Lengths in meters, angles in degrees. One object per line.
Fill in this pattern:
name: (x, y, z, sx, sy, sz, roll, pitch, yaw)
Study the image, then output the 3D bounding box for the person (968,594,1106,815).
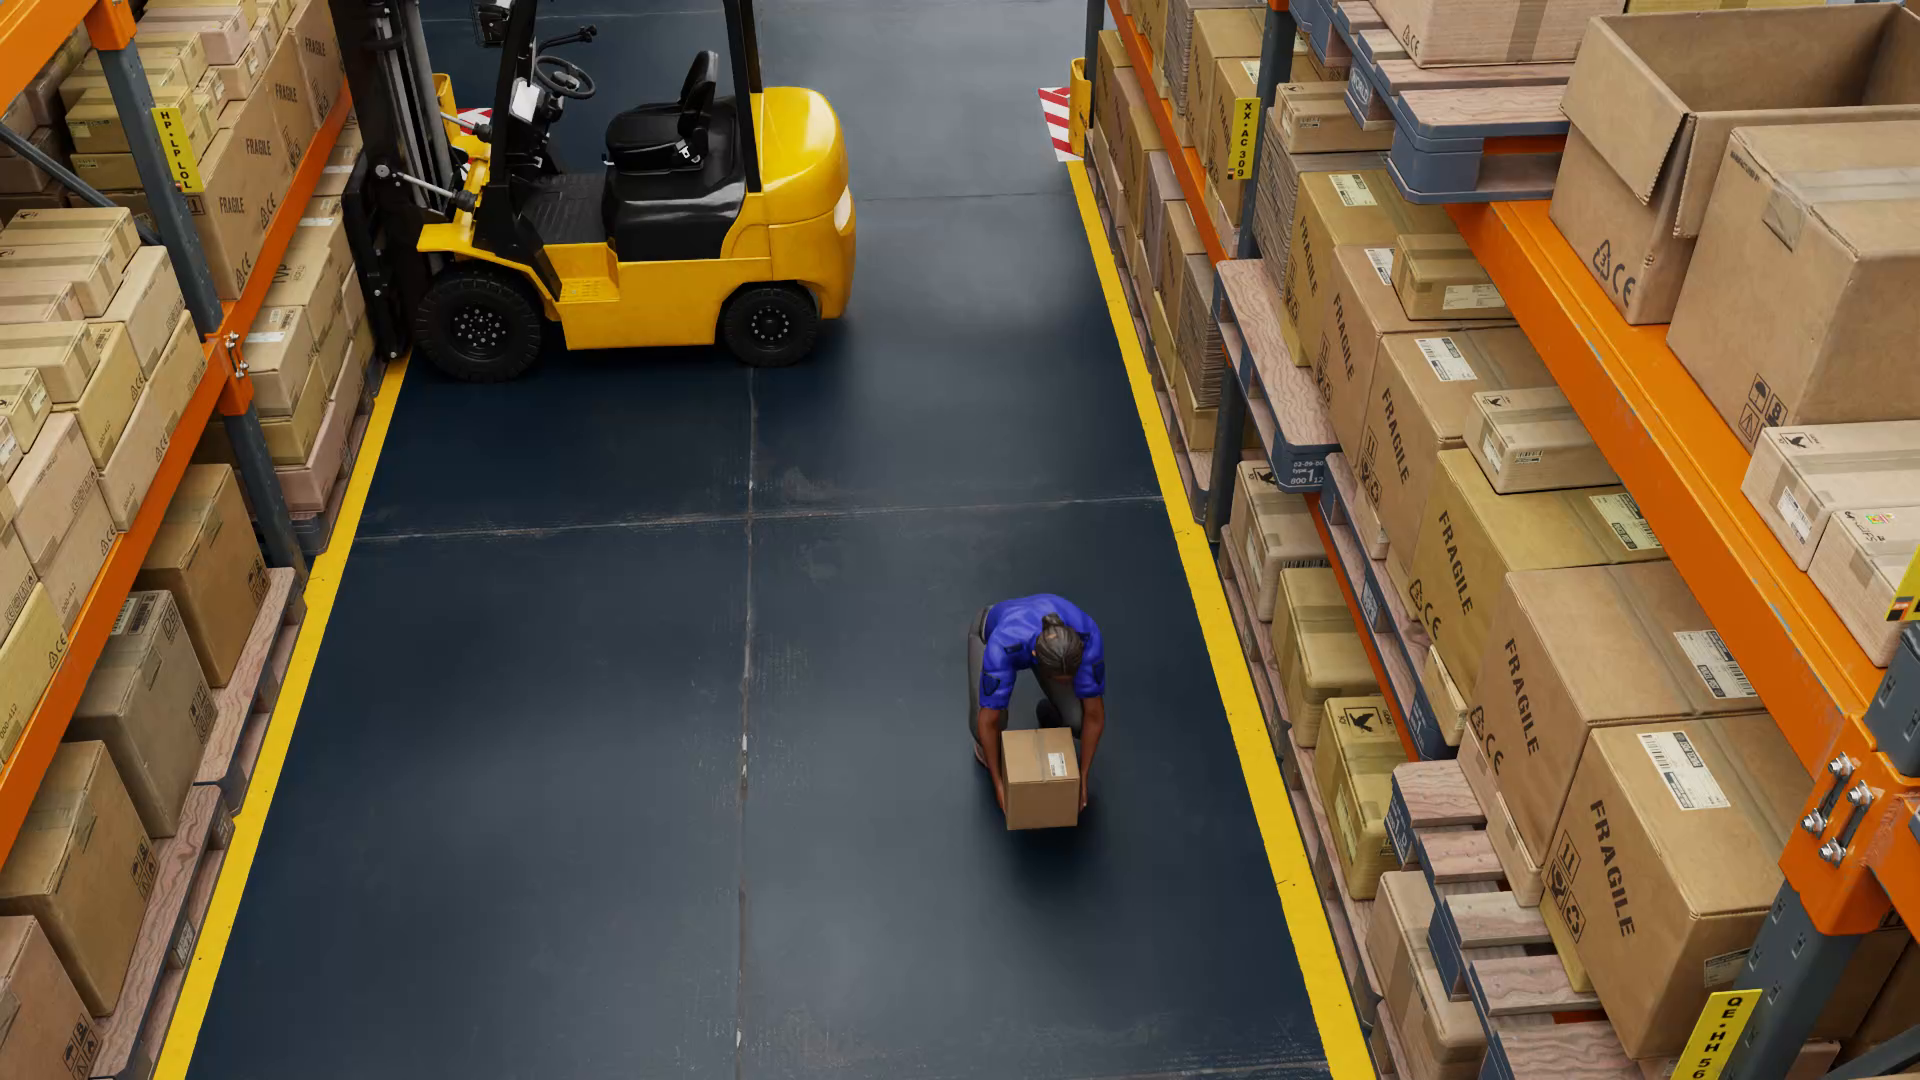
person: (0.268, 0.520, 6.108, 0.477, 0.928, 0.827, -3, 39, -4)
